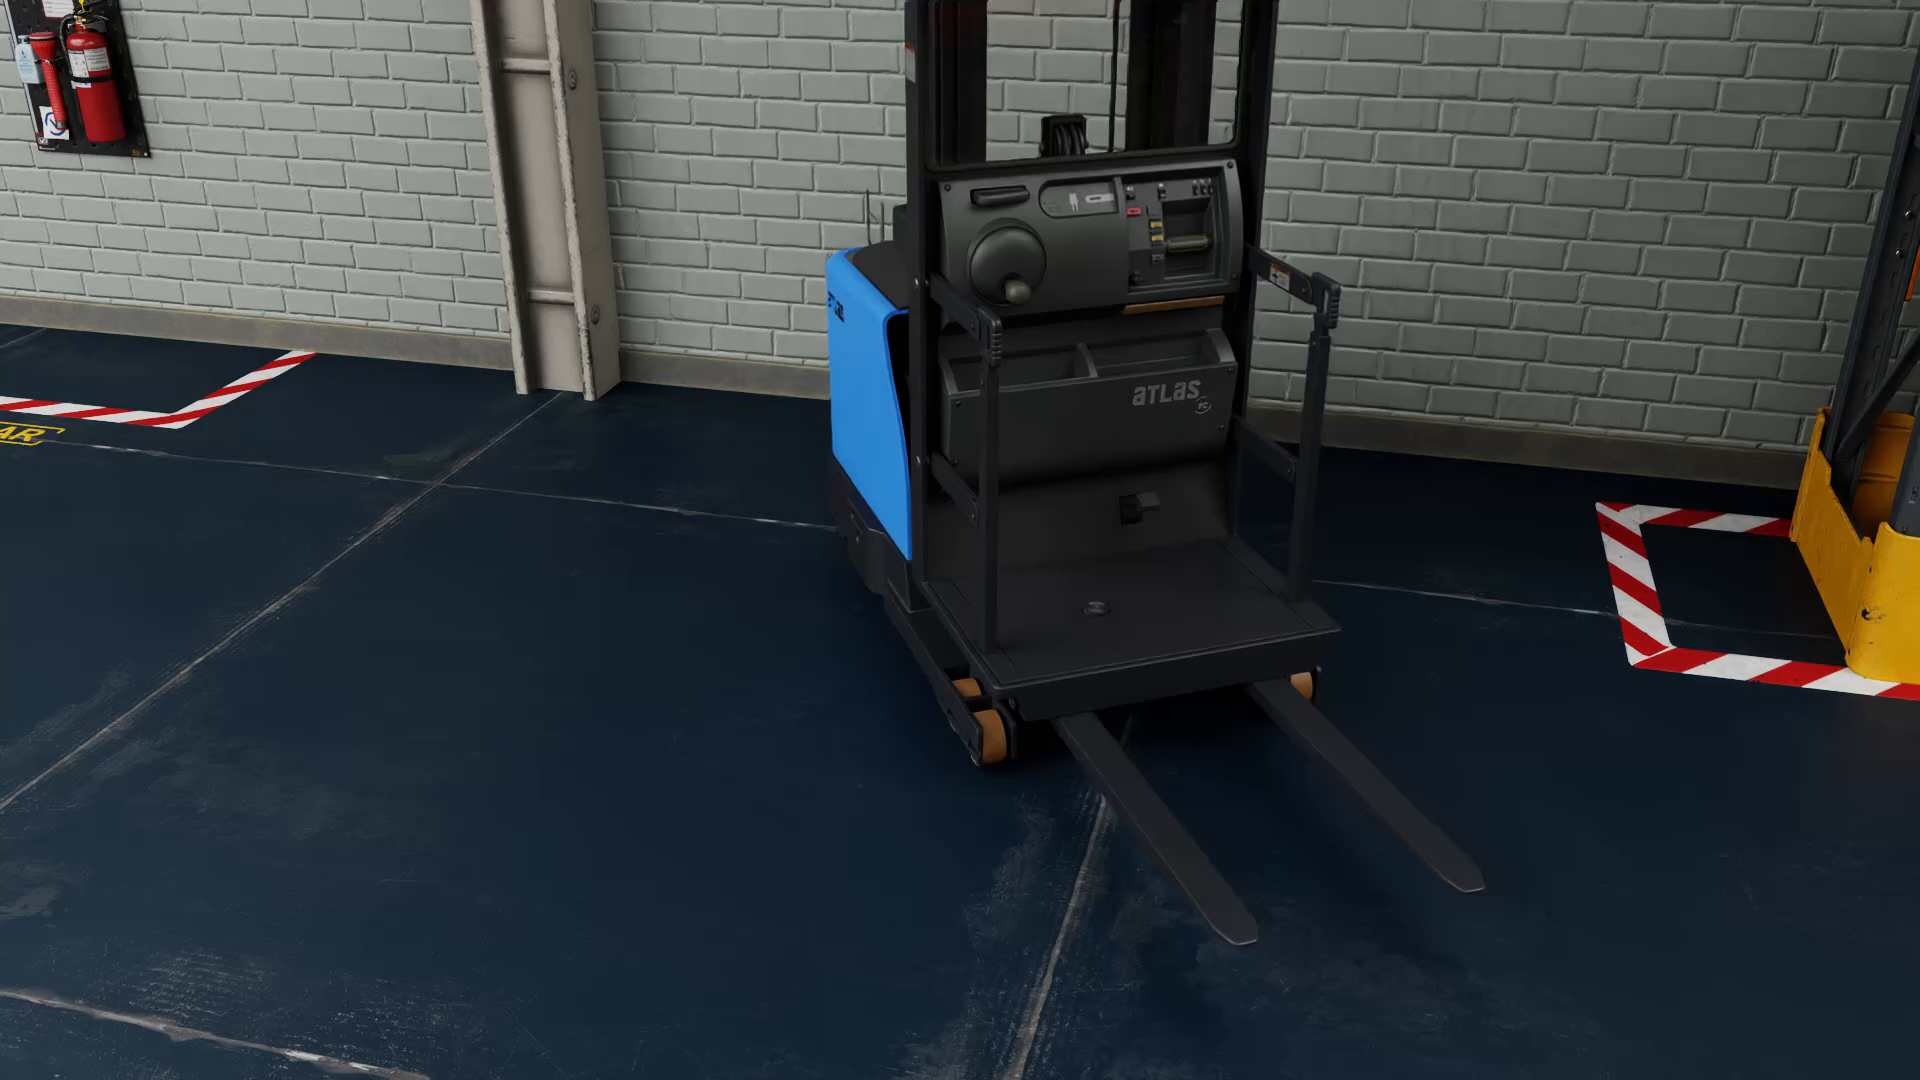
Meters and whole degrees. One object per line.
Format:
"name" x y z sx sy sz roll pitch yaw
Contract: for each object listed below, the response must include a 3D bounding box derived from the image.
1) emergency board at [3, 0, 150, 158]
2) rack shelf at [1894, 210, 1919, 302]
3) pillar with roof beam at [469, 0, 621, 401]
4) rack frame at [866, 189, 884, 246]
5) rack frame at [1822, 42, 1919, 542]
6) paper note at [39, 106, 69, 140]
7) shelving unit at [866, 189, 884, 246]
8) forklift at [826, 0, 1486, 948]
"emergency board" -4.202 -2.355 7.707 0.643 1.169 0.194 6 26 13
"rack shelf" 5.037 -0.608 4.875 4.000 0.370 1.077 6 26 13
"pillar with roof beam" -2.890 -2.991 2.064 0.400 9.000 9.100 6 26 13
"rack frame" -0.311 -0.722 6.371 0.006 1.200 0.240 -8 27 -15
"rack frame" 3.100 -1.147 5.170 0.127 3.000 1.000 6 26 13
"paper note" -4.356 -2.005 7.997 0.142 0.148 0.016 6 26 13
"shelving unit" -0.224 -0.734 6.395 0.189 1.200 0.258 -8 27 -15
"forklift" 0.460 -0.859 4.645 1.130 2.935 3.031 -8 27 -17
